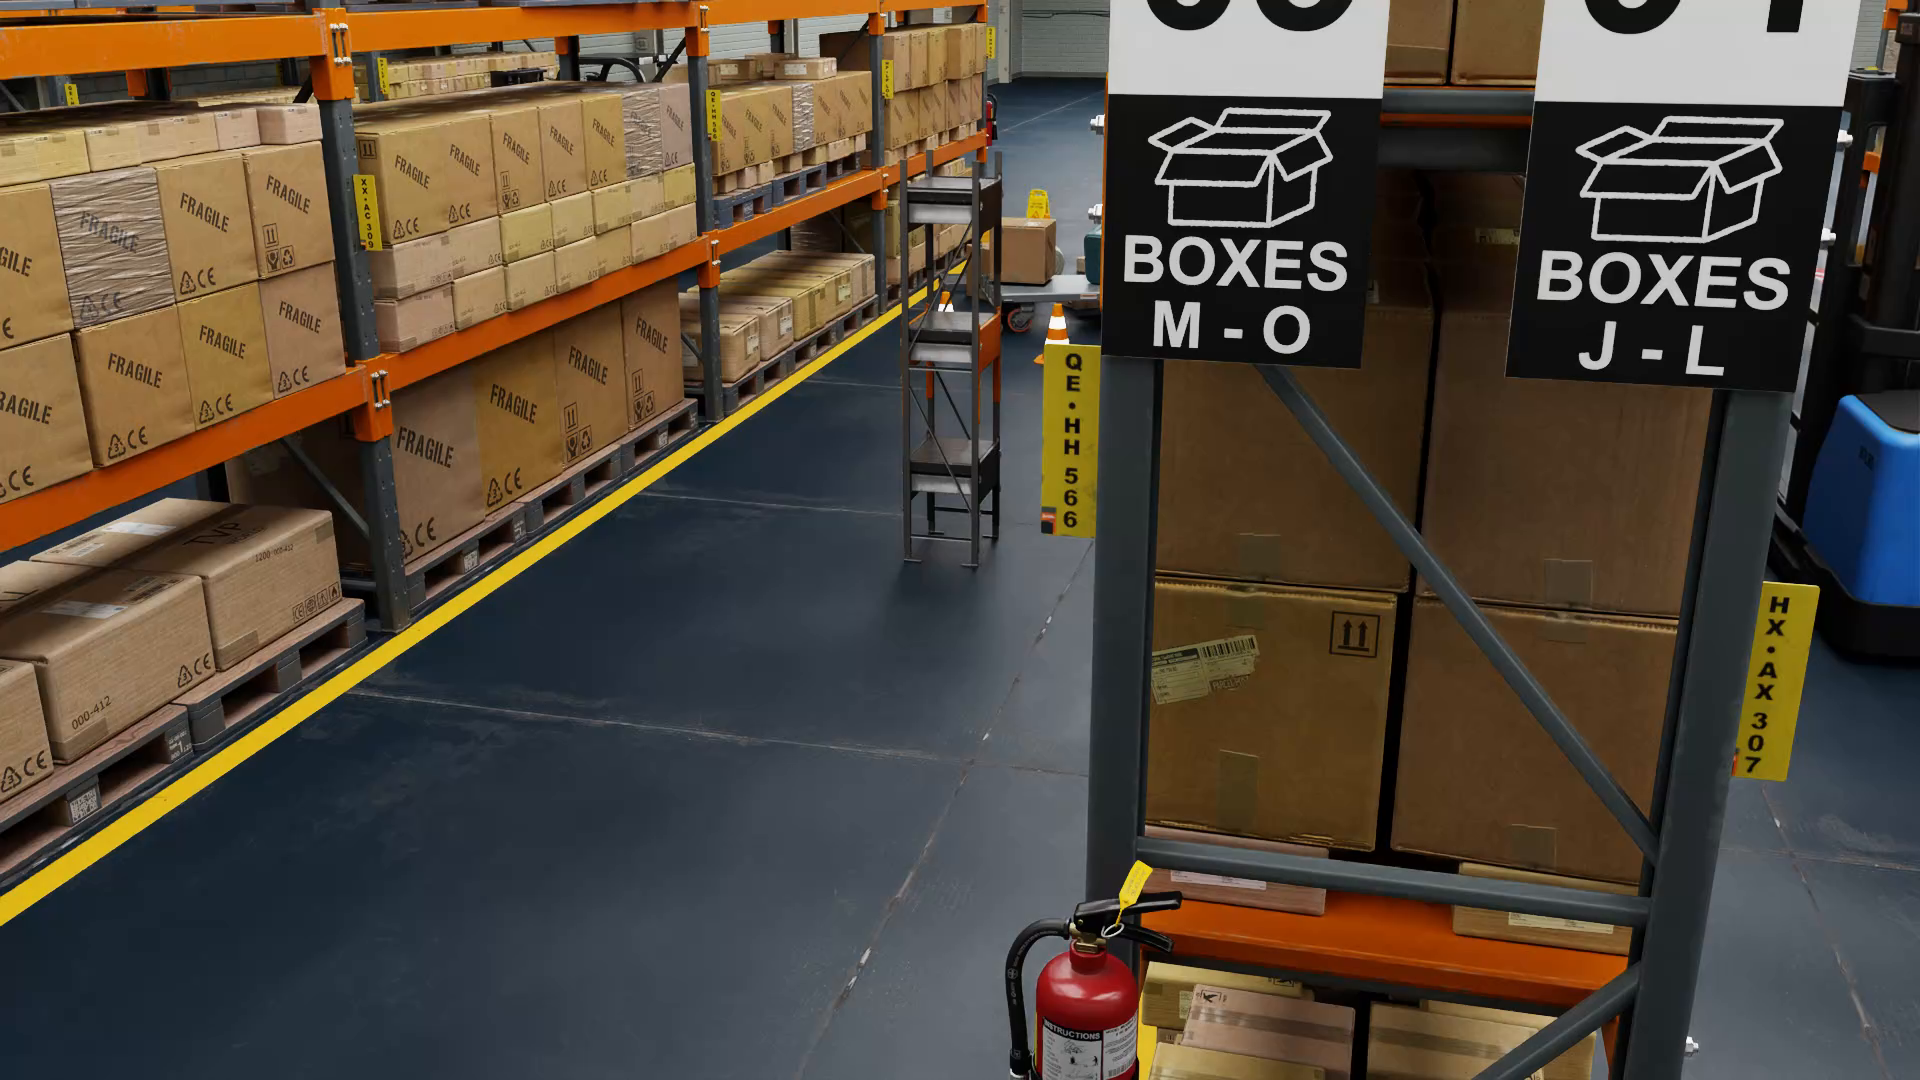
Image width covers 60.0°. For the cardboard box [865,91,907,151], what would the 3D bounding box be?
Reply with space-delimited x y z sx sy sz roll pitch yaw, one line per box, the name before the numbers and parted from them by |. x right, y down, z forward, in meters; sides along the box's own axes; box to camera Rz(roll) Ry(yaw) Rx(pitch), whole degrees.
cardboard box | -0.796 -3.838 15.168 0.500 0.500 0.500 5 19 13

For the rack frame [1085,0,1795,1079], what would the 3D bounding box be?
rack frame | 0.722 0.587 2.828 0.949 2.616 0.053 5 19 13

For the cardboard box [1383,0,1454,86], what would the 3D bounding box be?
cardboard box | 0.573 -0.925 2.847 0.500 0.250 0.500 4 19 12

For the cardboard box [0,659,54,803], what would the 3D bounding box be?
cardboard box | -3.826 0.739 5.698 0.875 0.438 0.875 5 20 15

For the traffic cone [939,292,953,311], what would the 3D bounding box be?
traffic cone | -0.120 -1.834 13.841 0.336 0.463 0.334 5 19 13

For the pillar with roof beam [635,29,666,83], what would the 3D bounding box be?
pillar with roof beam | -0.415 -9.411 22.818 9.100 9.000 0.400 5 19 13

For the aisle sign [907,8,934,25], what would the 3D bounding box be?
aisle sign | -0.482 -6.062 18.271 0.394 0.787 0.004 5 19 13

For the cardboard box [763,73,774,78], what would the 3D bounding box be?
cardboard box | -1.689 -3.639 13.937 0.500 0.500 0.500 5 19 14

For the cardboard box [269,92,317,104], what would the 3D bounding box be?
cardboard box | -5.949 -3.906 14.826 0.380 0.149 0.250 4 19 12

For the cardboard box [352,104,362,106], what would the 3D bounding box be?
cardboard box | -5.860 -3.916 15.470 0.500 0.250 0.500 4 19 12

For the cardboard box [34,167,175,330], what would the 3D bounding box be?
cardboard box | -3.223 -1.058 5.944 0.500 0.500 0.500 5 19 14

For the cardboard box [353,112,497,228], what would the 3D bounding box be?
cardboard box | -2.645 -1.824 8.184 0.500 0.500 0.500 5 19 13

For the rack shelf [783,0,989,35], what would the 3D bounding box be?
rack shelf | -0.686 -5.240 16.359 1.077 0.370 4.000 5 19 13

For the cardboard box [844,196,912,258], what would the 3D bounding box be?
cardboard box | -0.768 -2.950 15.627 0.500 0.500 0.500 6 20 16

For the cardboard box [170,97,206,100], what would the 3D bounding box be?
cardboard box | -6.700 -3.711 14.255 0.380 0.149 0.250 5 19 14

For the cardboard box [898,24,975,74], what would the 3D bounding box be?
cardboard box | -0.241 -5.113 17.355 0.700 0.500 0.500 5 19 14

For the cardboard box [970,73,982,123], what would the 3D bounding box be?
cardboard box | -0.062 -4.784 17.937 0.500 0.500 0.500 4 19 12

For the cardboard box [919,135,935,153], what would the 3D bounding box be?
cardboard box | -0.465 -3.888 16.320 0.380 0.149 0.250 5 19 14

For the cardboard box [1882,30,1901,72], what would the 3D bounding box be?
cardboard box | 9.014 -4.515 15.604 0.500 0.500 0.500 5 19 13

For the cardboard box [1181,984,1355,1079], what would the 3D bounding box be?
cardboard box | 0.719 1.195 3.887 0.380 0.149 0.250 5 19 14

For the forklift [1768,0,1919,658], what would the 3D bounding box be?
forklift | 4.844 -1.251 8.315 1.130 2.935 3.031 4 19 13

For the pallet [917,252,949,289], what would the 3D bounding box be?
pallet | -0.748 -2.811 17.091 1.003 0.211 1.213 5 19 13

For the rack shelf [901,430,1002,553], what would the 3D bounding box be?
rack shelf | -0.040 -0.266 8.927 0.431 0.518 0.480 5 19 13

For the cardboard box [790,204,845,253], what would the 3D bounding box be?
cardboard box | -1.290 -2.993 15.753 0.500 0.500 0.500 4 19 13

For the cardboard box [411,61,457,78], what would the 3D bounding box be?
cardboard box | -5.393 -4.822 17.045 0.380 0.149 0.250 4 19 13

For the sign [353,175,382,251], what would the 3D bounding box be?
sign | -2.590 -1.430 7.272 0.100 0.325 0.005 5 19 13

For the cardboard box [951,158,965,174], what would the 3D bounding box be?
cardboard box | -0.164 -3.955 17.566 0.380 0.149 0.250 5 20 15

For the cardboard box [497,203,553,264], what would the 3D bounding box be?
cardboard box | -2.499 -1.629 8.775 0.500 0.250 0.500 5 19 14

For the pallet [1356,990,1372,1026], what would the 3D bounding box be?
pallet | 1.270 1.249 5.203 1.003 0.211 1.213 5 19 13

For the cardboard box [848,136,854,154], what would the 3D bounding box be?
cardboard box | -1.114 -3.349 14.091 0.380 0.149 0.250 4 19 12

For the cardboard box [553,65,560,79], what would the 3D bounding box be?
cardboard box | -4.824 -5.402 19.203 0.380 0.149 0.250 5 19 14

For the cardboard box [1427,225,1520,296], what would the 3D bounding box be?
cardboard box | 1.203 -0.353 3.418 0.500 0.500 0.500 5 20 15

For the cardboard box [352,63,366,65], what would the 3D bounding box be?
cardboard box | -6.050 -4.703 16.697 0.380 0.149 0.250 4 19 13

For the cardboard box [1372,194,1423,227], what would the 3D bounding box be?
cardboard box | 0.831 -0.560 4.025 0.500 0.500 0.500 6 20 16

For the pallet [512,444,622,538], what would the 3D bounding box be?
pallet | -2.717 -0.338 9.851 1.003 0.211 1.213 5 19 13

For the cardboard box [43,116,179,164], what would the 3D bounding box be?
cardboard box | -3.180 -1.500 6.233 0.380 0.149 0.250 4 19 13

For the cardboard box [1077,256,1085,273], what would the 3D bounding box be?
cardboard box | 1.442 -2.868 17.355 0.380 0.149 0.250 17 25 41

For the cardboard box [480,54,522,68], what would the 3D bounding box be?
cardboard box | -5.095 -5.308 18.470 0.380 0.149 0.250 5 19 14

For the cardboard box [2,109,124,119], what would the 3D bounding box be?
cardboard box | -3.526 -1.610 6.556 0.380 0.149 0.250 4 19 13

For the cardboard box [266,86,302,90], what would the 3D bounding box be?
cardboard box | -6.282 -4.186 15.643 0.380 0.149 0.250 4 19 12

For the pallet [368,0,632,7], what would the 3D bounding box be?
pallet | -2.528 -3.053 9.138 1.003 0.211 1.213 6 20 16

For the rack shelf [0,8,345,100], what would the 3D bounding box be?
rack shelf | -3.617 -1.478 5.348 1.077 0.370 4.000 5 19 13

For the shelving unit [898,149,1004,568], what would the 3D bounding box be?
shelving unit | -0.040 -0.942 8.696 0.431 2.100 0.503 5 19 13

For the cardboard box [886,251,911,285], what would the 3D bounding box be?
cardboard box | -0.768 -2.595 15.748 0.500 0.250 0.500 4 19 11

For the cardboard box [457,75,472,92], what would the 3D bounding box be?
cardboard box | -5.315 -4.757 17.315 0.380 0.149 0.250 4 19 12

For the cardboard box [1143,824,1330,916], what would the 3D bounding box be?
cardboard box | 0.524 0.581 3.234 0.380 0.149 0.250 5 19 13

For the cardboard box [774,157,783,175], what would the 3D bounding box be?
cardboard box | -1.577 -2.873 12.697 0.380 0.149 0.250 5 20 16

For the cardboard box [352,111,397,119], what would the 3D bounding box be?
cardboard box | -3.144 -1.869 8.318 0.500 0.500 0.500 5 19 14

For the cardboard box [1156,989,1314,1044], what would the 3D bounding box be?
cardboard box | 0.696 1.245 4.201 0.380 0.149 0.250 4 19 11

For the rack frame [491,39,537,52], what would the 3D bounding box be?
rack frame | -5.011 -5.178 19.707 1.000 3.000 0.127 5 19 13

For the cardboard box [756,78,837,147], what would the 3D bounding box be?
cardboard box | -1.316 -3.441 13.356 0.500 0.500 0.500 5 20 15

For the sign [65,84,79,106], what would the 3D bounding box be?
sign | -6.437 -3.141 12.075 0.100 0.325 0.005 5 19 13

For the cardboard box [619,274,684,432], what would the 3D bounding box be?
cardboard box | -2.401 -1.263 10.883 0.875 0.875 0.875 4 19 13

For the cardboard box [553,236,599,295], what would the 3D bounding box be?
cardboard box | -2.369 -1.550 9.317 0.500 0.250 0.500 4 19 12

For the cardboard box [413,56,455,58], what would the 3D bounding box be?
cardboard box | -5.722 -5.186 18.112 0.380 0.149 0.250 4 19 12

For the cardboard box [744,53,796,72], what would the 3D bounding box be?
cardboard box | -1.632 -4.108 14.306 0.380 0.149 0.250 5 19 13
